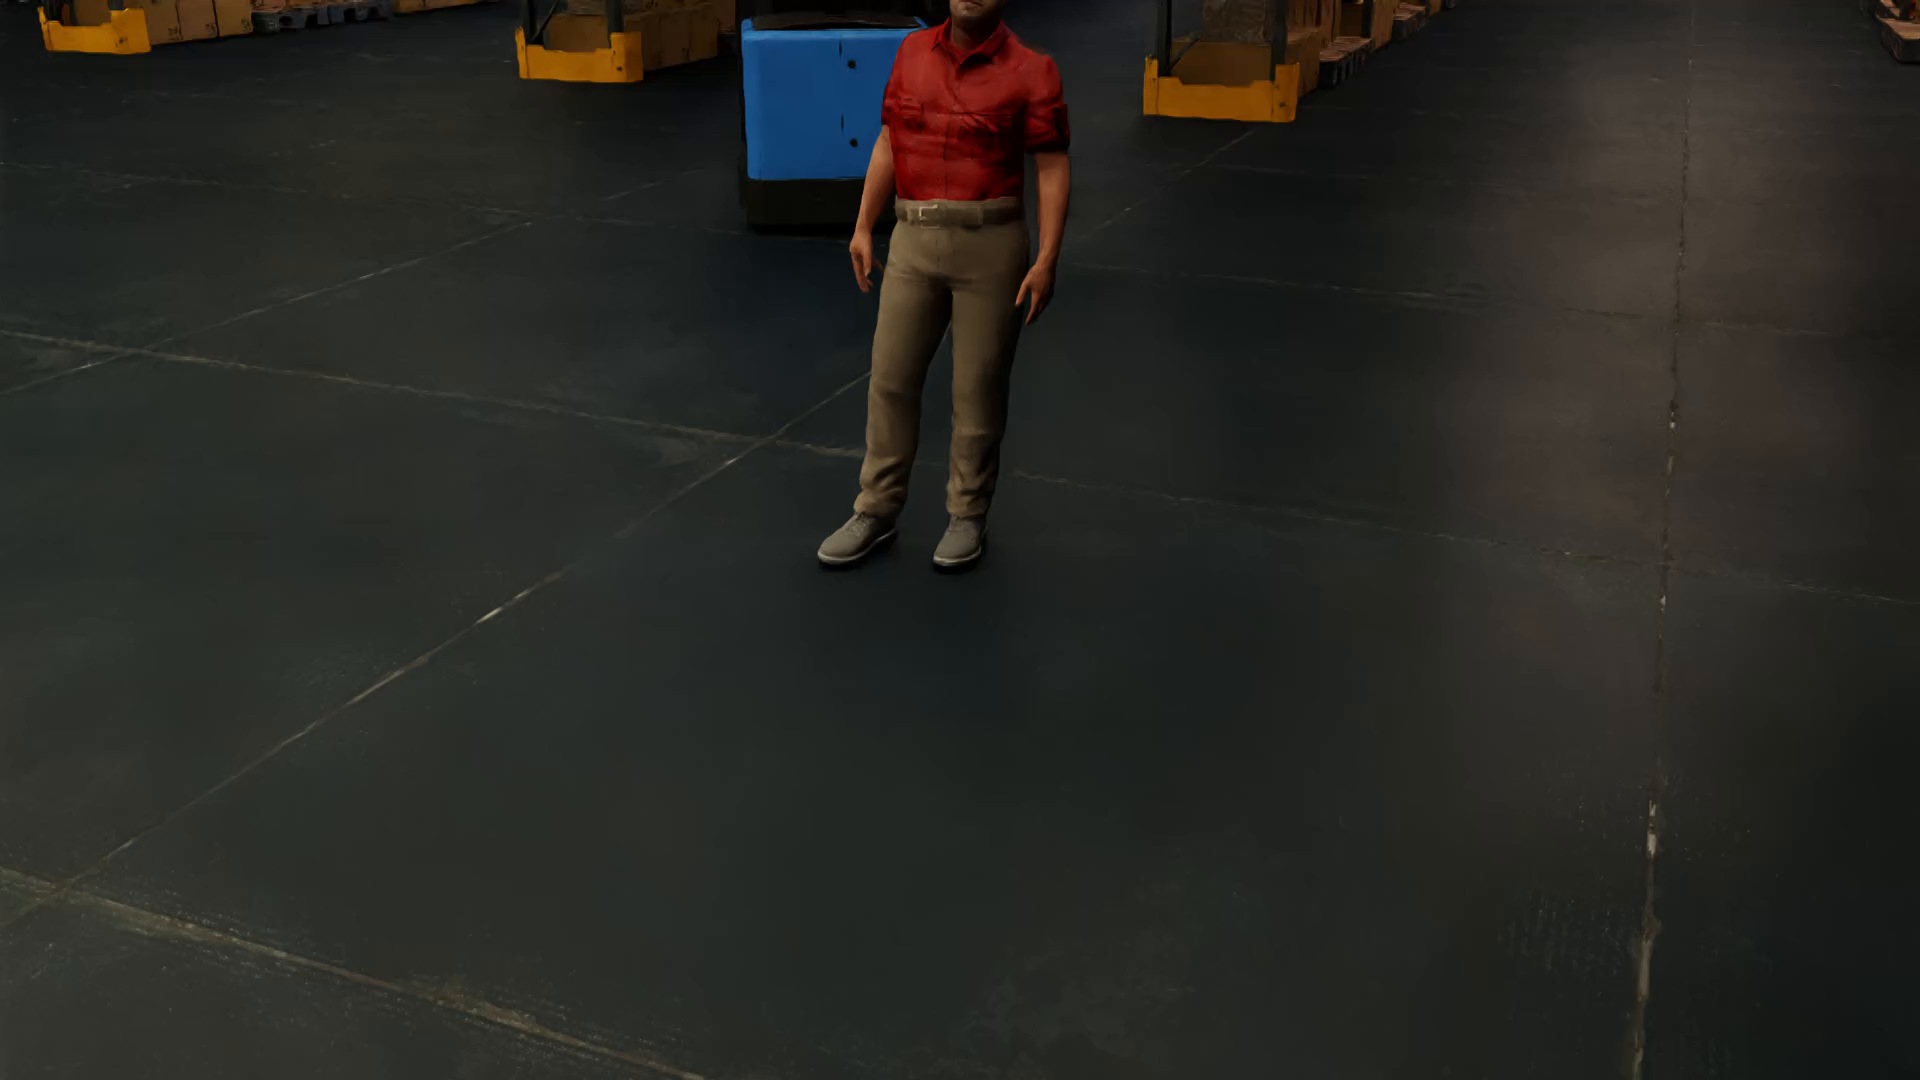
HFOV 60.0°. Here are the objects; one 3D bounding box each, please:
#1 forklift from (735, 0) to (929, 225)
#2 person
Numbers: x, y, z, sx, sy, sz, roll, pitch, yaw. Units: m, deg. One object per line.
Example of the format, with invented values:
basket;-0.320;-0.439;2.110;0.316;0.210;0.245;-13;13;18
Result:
forklift;-0.812;-3.590;9.881;1.130;2.935;3.031;-3;23;-7
person;-0.045;-0.774;4.684;0.640;1.726;0.550;9;24;21
